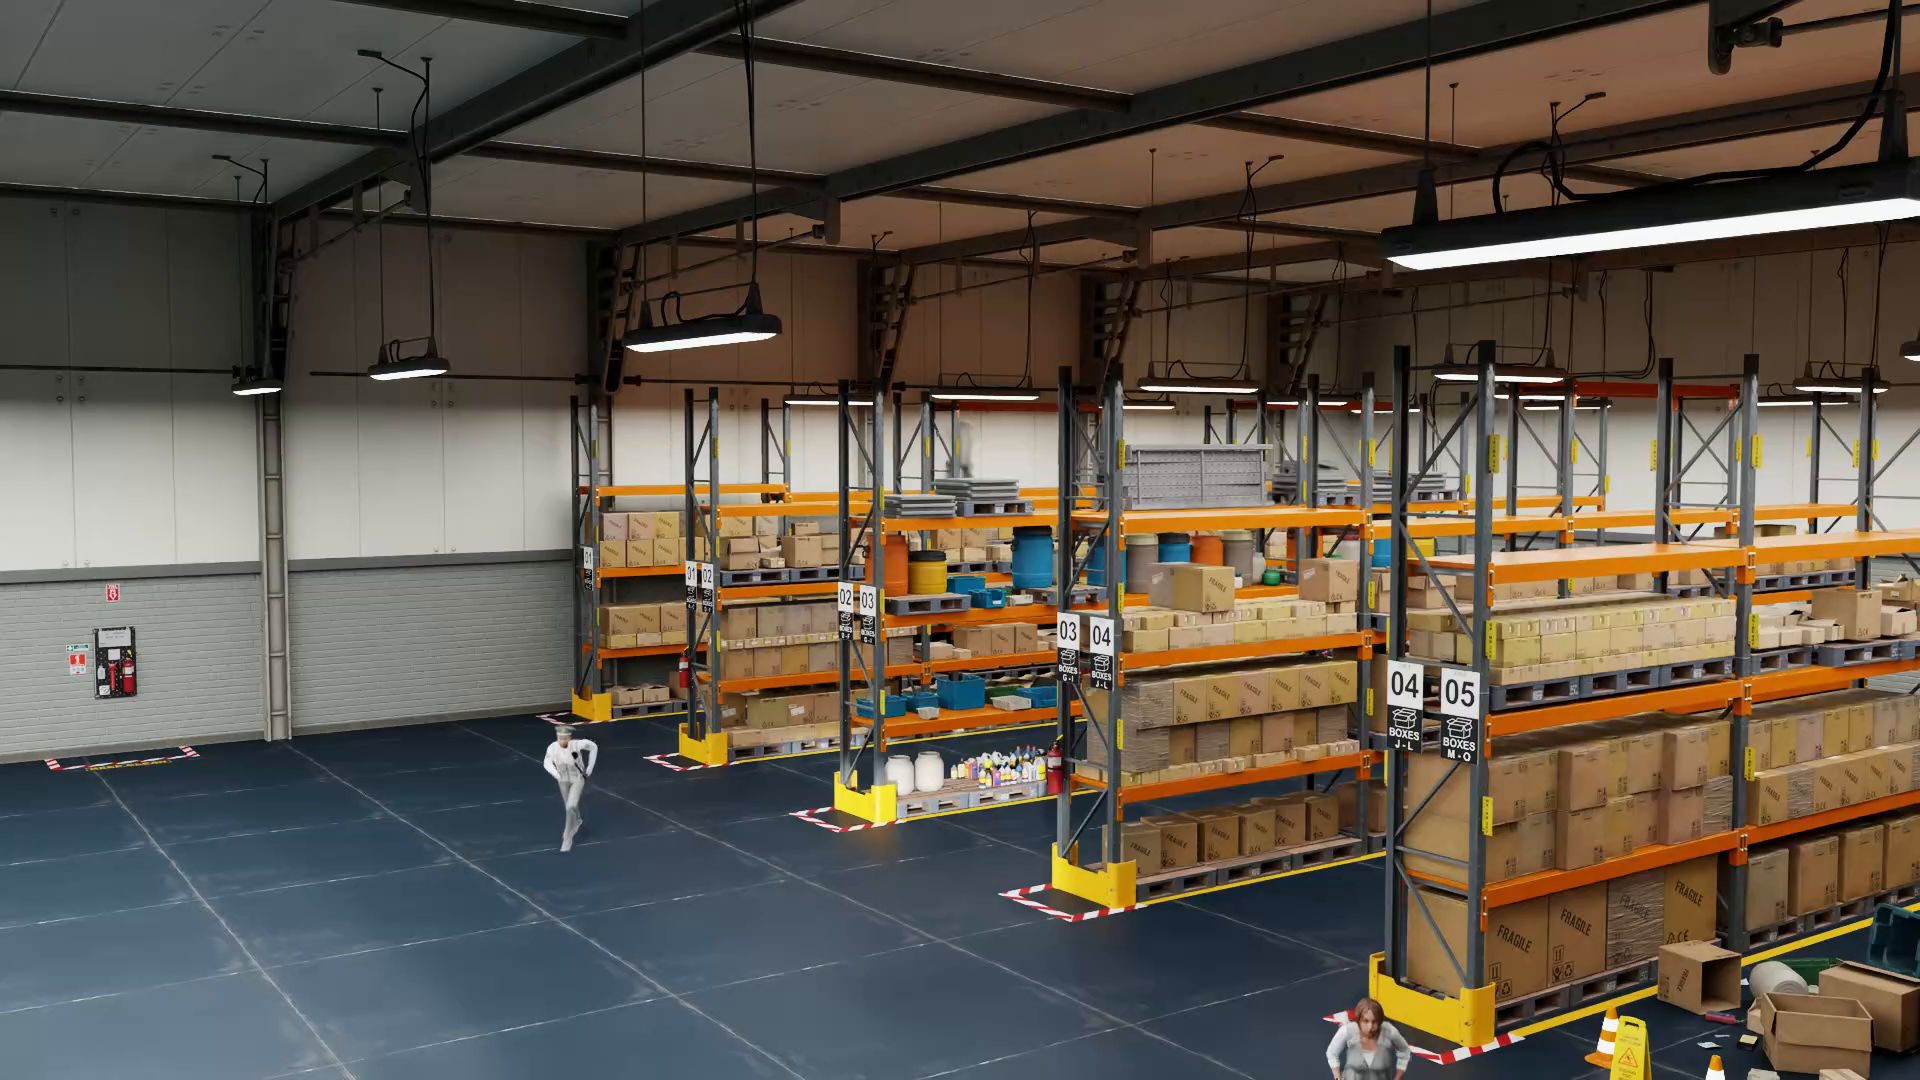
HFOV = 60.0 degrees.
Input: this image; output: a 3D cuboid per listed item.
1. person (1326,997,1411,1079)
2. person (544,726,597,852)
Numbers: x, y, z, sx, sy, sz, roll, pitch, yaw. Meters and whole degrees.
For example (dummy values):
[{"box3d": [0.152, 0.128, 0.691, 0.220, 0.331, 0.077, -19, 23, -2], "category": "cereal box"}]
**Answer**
[{"box3d": [2.735, 3.745, 11.202, 0.549, 1.548, 0.856, 0, 3, 7], "category": "person"}, {"box3d": [-4.949, 3.122, 21.244, 0.658, 1.624, 0.963, 0, 3, -2], "category": "person"}]
